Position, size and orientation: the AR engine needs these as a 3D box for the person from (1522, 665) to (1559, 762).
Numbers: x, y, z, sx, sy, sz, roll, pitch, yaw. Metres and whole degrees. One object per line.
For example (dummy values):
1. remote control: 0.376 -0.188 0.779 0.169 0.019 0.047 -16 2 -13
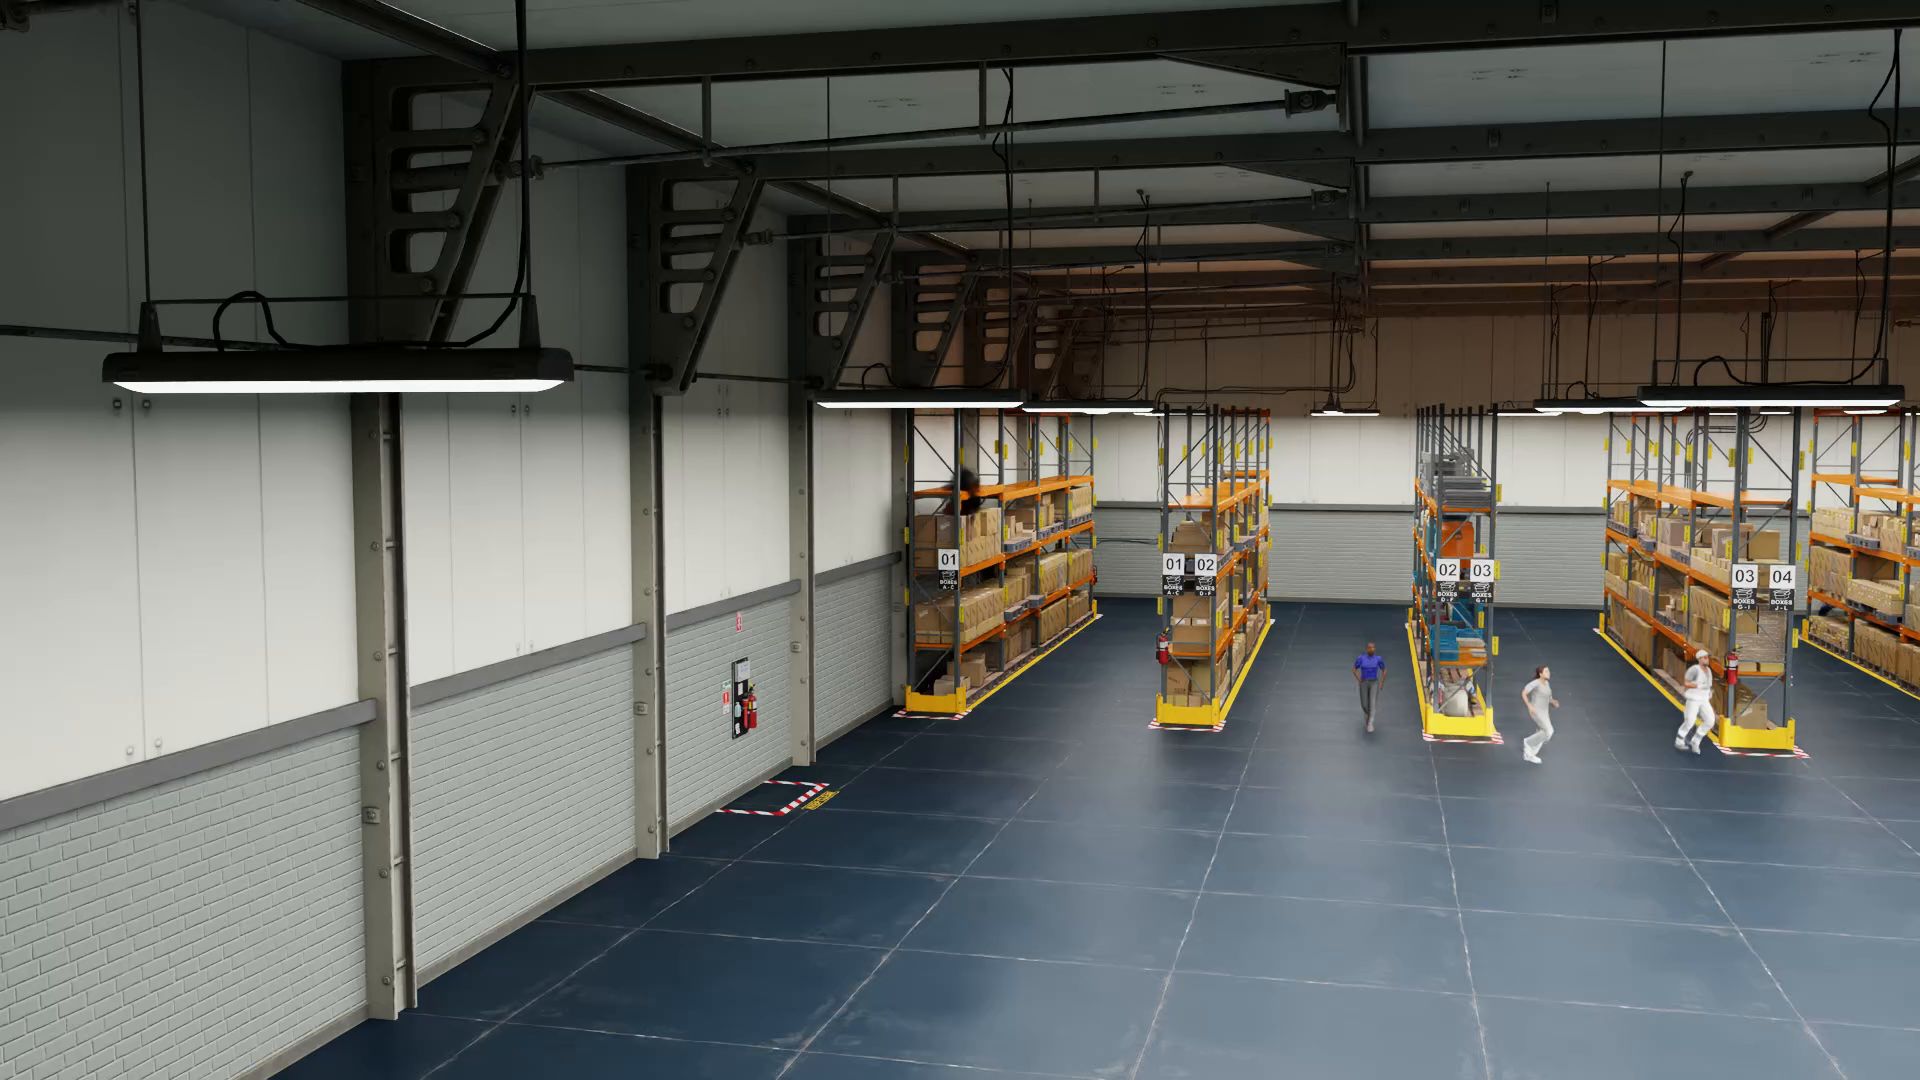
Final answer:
1. person: 9.690 2.891 27.714 0.569 1.627 0.546 -4 6 -43

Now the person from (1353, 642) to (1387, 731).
1. person: 7.572 2.689 30.759 0.612 1.633 0.598 1 4 15

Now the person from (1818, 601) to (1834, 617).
1. person: 23.149 1.739 44.328 0.599 1.552 0.483 -3 5 -40

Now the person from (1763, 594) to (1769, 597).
1. person: 20.521 1.810 42.528 0.592 1.665 0.830 2 4 22

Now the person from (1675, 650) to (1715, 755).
1. person: 12.665 2.777 28.445 0.656 1.799 0.700 -1 4 -18
